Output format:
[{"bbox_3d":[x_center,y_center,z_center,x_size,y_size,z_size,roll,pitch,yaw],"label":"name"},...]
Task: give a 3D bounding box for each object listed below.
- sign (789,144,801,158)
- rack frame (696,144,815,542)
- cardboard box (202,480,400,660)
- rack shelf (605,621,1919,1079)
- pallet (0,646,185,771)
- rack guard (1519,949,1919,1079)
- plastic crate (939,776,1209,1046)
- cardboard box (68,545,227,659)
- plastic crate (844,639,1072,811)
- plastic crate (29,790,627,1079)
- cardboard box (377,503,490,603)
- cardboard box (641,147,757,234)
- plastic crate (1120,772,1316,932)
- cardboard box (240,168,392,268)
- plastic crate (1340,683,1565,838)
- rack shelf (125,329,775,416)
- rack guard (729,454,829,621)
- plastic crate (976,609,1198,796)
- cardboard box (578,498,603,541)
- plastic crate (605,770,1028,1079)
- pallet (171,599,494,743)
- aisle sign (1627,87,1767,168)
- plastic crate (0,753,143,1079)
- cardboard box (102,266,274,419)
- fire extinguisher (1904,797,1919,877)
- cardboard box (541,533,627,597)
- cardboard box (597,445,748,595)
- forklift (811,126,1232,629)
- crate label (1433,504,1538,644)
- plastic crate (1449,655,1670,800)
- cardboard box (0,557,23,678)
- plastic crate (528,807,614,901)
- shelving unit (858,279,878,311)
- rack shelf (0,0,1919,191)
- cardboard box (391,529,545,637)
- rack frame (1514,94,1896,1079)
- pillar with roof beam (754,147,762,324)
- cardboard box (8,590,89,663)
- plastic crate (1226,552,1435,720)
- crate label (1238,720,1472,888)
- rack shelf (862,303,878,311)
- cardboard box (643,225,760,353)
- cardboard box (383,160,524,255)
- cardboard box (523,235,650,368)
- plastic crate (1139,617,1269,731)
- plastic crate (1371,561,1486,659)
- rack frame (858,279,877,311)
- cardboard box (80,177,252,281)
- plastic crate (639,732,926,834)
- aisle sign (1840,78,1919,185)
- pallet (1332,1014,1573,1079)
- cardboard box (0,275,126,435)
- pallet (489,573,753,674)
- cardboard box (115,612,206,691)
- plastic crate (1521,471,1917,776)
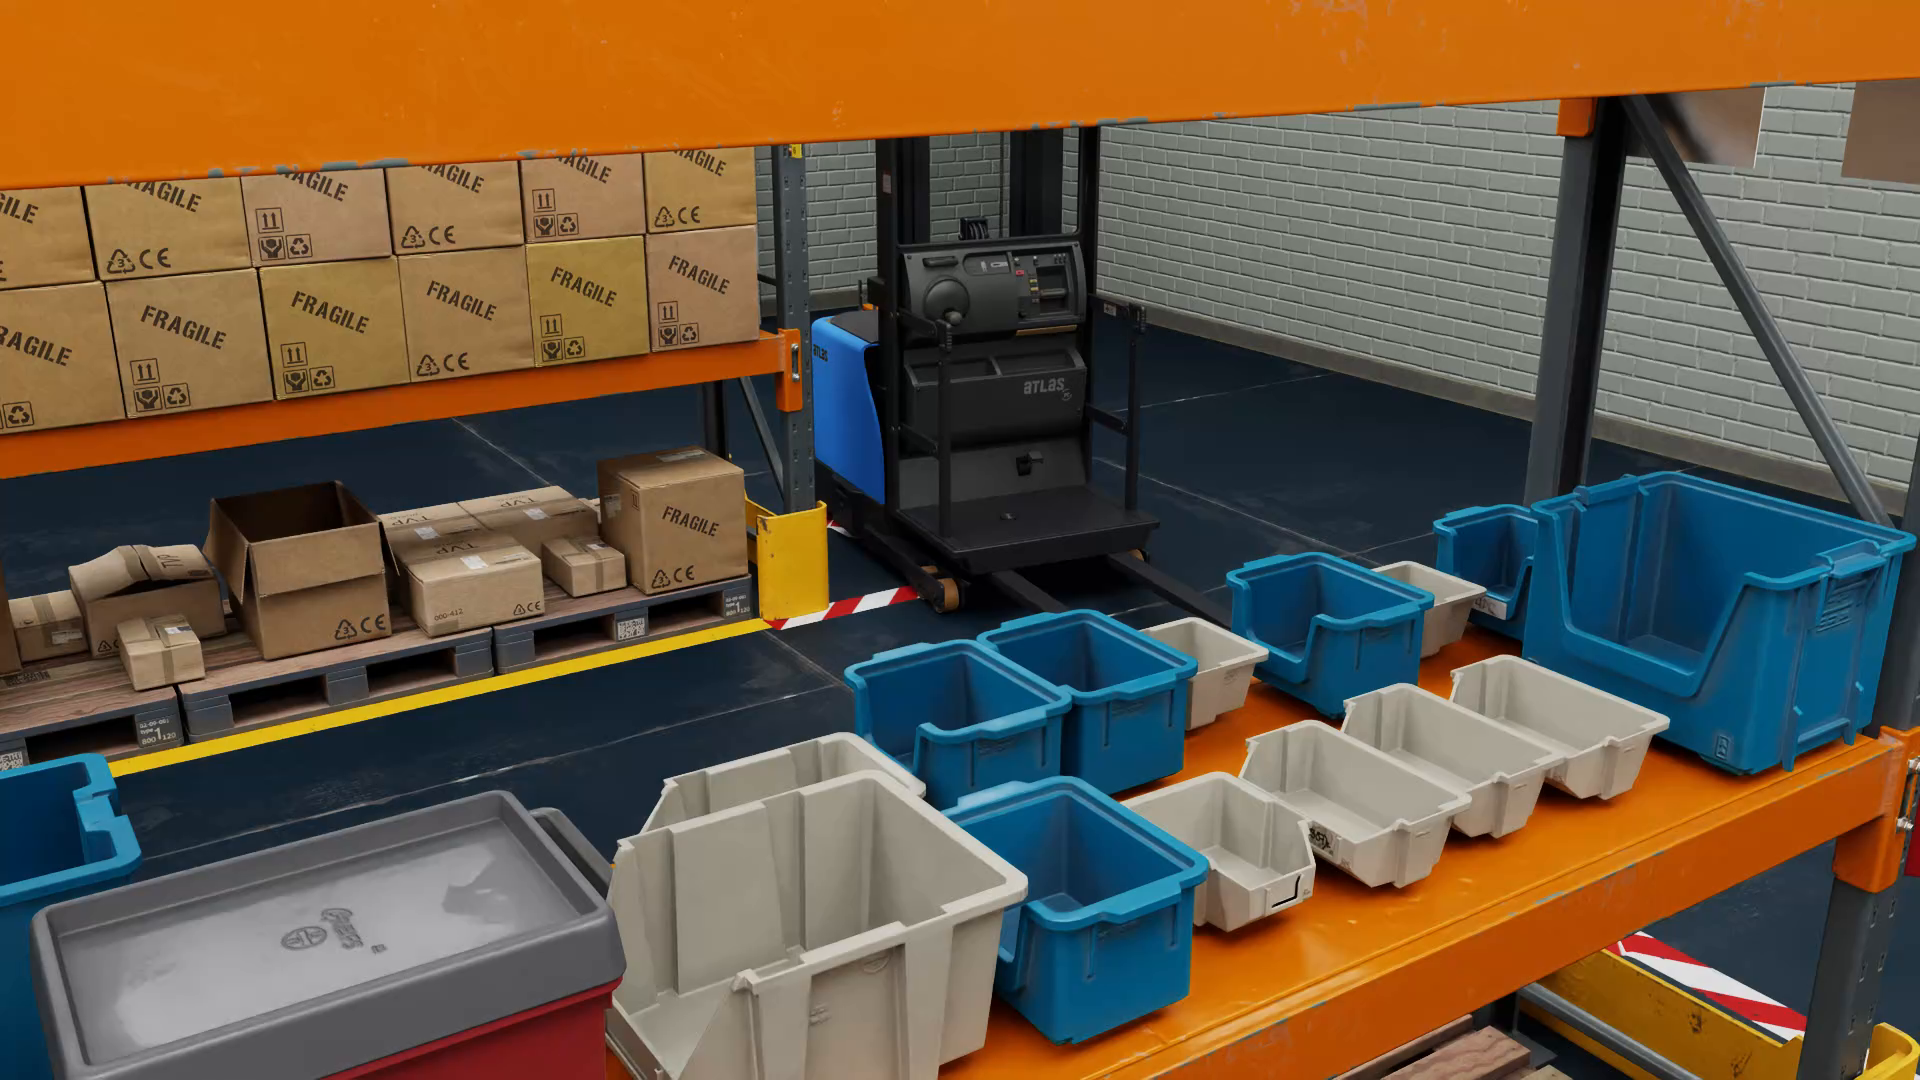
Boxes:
[{"bbox_3d":[-0.702,-1.786,7.043,0.005,0.325,0.100,-12,22,-31],"label":"sign"},{"bbox_3d":[-0.991,-1.240,7.729,0.127,3.000,1.000,-12,22,-31],"label":"rack frame"},{"bbox_3d":[-2.765,0.107,6.957,0.637,0.503,0.797,-12,22,-31],"label":"cardboard box"},{"bbox_3d":[0.060,0.779,2.881,4.000,0.370,1.077,-12,22,-31],"label":"rack shelf"},{"bbox_3d":[-3.758,0.665,6.448,1.213,0.211,1.003,-12,22,-31],"label":"pallet"},{"bbox_3d":[1.743,1.262,4.231,0.348,0.500,1.175,-12,22,-31],"label":"rack guard"},{"bbox_3d":[0.156,0.567,2.552,0.300,0.233,0.416,-12,22,-31],"label":"plastic crate"},{"bbox_3d":[-3.385,0.222,6.917,0.500,0.311,0.500,-12,22,-31],"label":"cardboard box"},{"bbox_3d":[-0.007,0.377,3.114,0.300,0.233,0.416,-12,22,-31],"label":"plastic crate"},{"bbox_3d":[-0.727,0.641,1.971,0.583,0.464,0.402,-12,22,-31],"label":"plastic crate"},{"bbox_3d":[-2.436,0.050,7.519,0.500,0.250,0.500,-12,22,-31],"label":"cardboard box"},{"bbox_3d":[-1.211,-1.609,7.103,0.500,0.500,0.500,-12,22,-32],"label":"cardboard box"},{"bbox_3d":[0.442,0.534,2.799,0.250,0.136,0.298,-12,22,-31],"label":"plastic crate"},{"bbox_3d":[-2.492,-1.337,6.298,0.500,0.500,0.500,-11,22,-30],"label":"cardboard box"},{"bbox_3d":[0.899,0.421,3.133,0.243,0.136,0.396,-12,22,-31],"label":"plastic crate"},{"bbox_3d":[-2.661,-0.639,6.771,3.809,0.124,0.919,-12,22,-31],"label":"rack shelf"},{"bbox_3d":[-1.054,-0.042,8.089,0.348,0.500,1.175,-12,22,-31],"label":"rack guard"},{"bbox_3d":[0.243,0.324,3.271,0.300,0.233,0.416,-12,22,-31],"label":"plastic crate"},{"bbox_3d":[-1.738,-0.080,8.035,0.250,0.166,0.380,-12,22,-31],"label":"cardboard box"},{"bbox_3d":[-0.234,0.598,2.383,0.530,0.282,0.437,-12,22,-31],"label":"plastic crate"},{"bbox_3d":[-2.738,0.449,7.088,1.213,0.211,1.003,-12,22,-31],"label":"pallet"},{"bbox_3d":[1.627,-1.238,3.664,0.004,0.787,0.394,-12,22,-31],"label":"aisle sign"},{"bbox_3d":[-1.408,0.596,2.230,0.575,0.384,0.392,-12,22,-31],"label":"plastic crate"},{"bbox_3d":[-2.911,-0.778,6.207,0.500,0.500,0.500,-12,22,-32],"label":"cardboard box"},{"bbox_3d":[2.106,0.394,3.599,0.183,0.674,0.296,-12,22,-31],"label":"fire extinguisher"},{"bbox_3d":[-1.697,0.103,7.494,0.250,0.166,0.380,-12,22,-31],"label":"cardboard box"},{"bbox_3d":[-1.310,-0.102,7.580,0.500,0.500,0.500,-12,22,-31],"label":"cardboard box"},{"bbox_3d":[0.266,-1.205,7.734,1.130,2.935,3.031,-8,20,-24],"label":"forklift"},{"bbox_3d":[1.343,0.092,3.957,0.303,0.233,0.416,-12,22,-31],"label":"crate label"},{"bbox_3d":[1.149,0.374,3.272,0.243,0.136,0.396,-12,22,-31],"label":"plastic crate"},{"bbox_3d":[-4.012,0.264,6.496,0.500,0.500,0.500,-12,22,-31],"label":"cardboard box"},{"bbox_3d":[-0.823,0.623,2.554,0.590,0.125,0.437,-12,22,-31],"label":"plastic crate"},{"bbox_3d":[-0.293,-0.889,9.502,0.503,1.200,0.258,-8,20,-24],"label":"shelving unit"},{"bbox_3d":[0.060,-0.642,2.400,4.000,0.370,1.077,-12,22,-31],"label":"rack shelf"},{"bbox_3d":[-2.120,0.175,7.149,0.500,0.250,0.500,-12,22,-31],"label":"cardboard box"},{"bbox_3d":[1.732,0.087,3.805,0.053,2.616,0.949,-12,22,-31],"label":"rack frame"},{"bbox_3d":[0.428,-4.962,9.370,0.400,9.000,9.100,-12,22,-31],"label":"pillar with roof beam"},{"bbox_3d":[-3.732,0.348,6.795,0.250,0.149,0.380,-12,22,-31],"label":"cardboard box"},{"bbox_3d":[0.793,0.208,3.614,0.300,0.233,0.416,-12,22,-31],"label":"plastic crate"},{"bbox_3d":[0.680,0.477,2.968,0.243,0.136,0.396,-12,22,-31],"label":"crate label"},{"bbox_3d":[-0.293,-1.262,9.376,0.480,0.148,0.258,-8,20,-24],"label":"rack shelf"},{"bbox_3d":[-1.215,-1.136,7.264,0.500,0.500,0.500,-11,22,-30],"label":"cardboard box"},{"bbox_3d":[-2.063,-1.427,6.565,0.500,0.500,0.500,-11,22,-30],"label":"cardboard box"},{"bbox_3d":[-1.647,-1.043,6.991,0.500,0.500,0.500,-12,22,-31],"label":"cardboard box"},{"bbox_3d":[0.463,0.291,3.517,0.298,0.136,0.250,-12,22,-31],"label":"plastic crate"},{"bbox_3d":[1.029,0.172,3.871,0.298,0.136,0.250,-12,22,-31],"label":"plastic crate"},{"bbox_3d":[-0.514,-0.856,9.405,0.015,1.200,0.240,-8,20,-24],"label":"rack frame"},{"bbox_3d":[-2.923,-1.245,6.028,0.500,0.500,0.500,-13,22,-33],"label":"cardboard box"},{"bbox_3d":[-0.322,0.500,2.901,0.466,0.136,0.293,-12,22,-31],"label":"plastic crate"},{"bbox_3d":[1.951,-1.080,3.197,0.004,0.787,0.394,-12,22,-31],"label":"aisle sign"},{"bbox_3d":[1.020,1.542,3.855,1.213,0.211,1.003,-12,22,-31],"label":"pallet"},{"bbox_3d":[-3.330,-0.691,5.948,0.500,0.500,0.500,-11,22,-30],"label":"cardboard box"},{"bbox_3d":[-1.720,0.235,7.720,1.213,0.211,1.003,-12,22,-31],"label":"pallet"},{"bbox_3d":[-3.145,0.427,6.534,0.250,0.166,0.380,-12,22,-31],"label":"cardboard box"},{"bbox_3d":[1.553,0.149,3.470,0.499,0.435,0.616,-12,22,-31],"label":"plastic crate"}]
